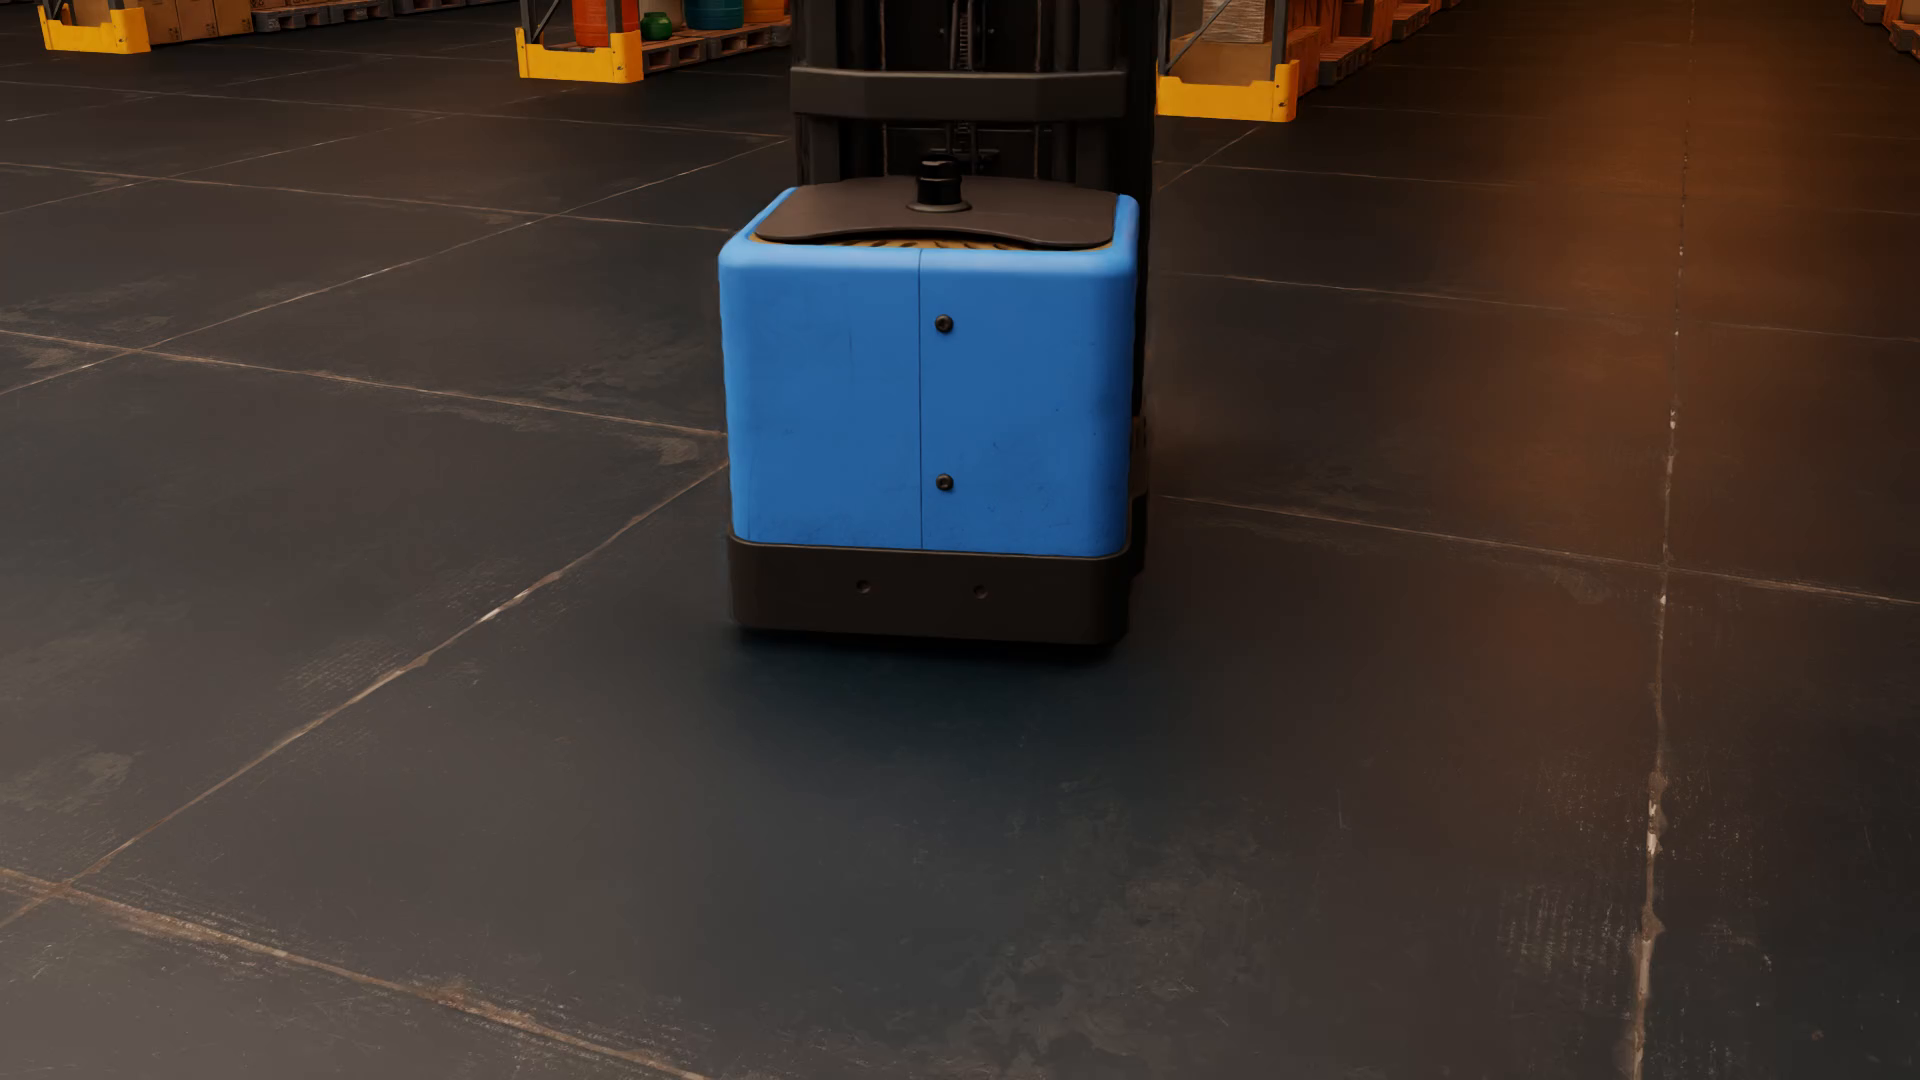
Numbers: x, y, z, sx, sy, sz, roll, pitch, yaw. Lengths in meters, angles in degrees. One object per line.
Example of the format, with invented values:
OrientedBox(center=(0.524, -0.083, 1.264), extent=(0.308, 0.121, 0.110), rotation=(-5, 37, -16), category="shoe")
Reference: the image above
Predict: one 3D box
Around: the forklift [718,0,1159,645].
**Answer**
OrientedBox(center=(0.070, -1.614, 5.155), extent=(1.130, 2.935, 3.031), rotation=(2, 23, 6), category="forklift")
